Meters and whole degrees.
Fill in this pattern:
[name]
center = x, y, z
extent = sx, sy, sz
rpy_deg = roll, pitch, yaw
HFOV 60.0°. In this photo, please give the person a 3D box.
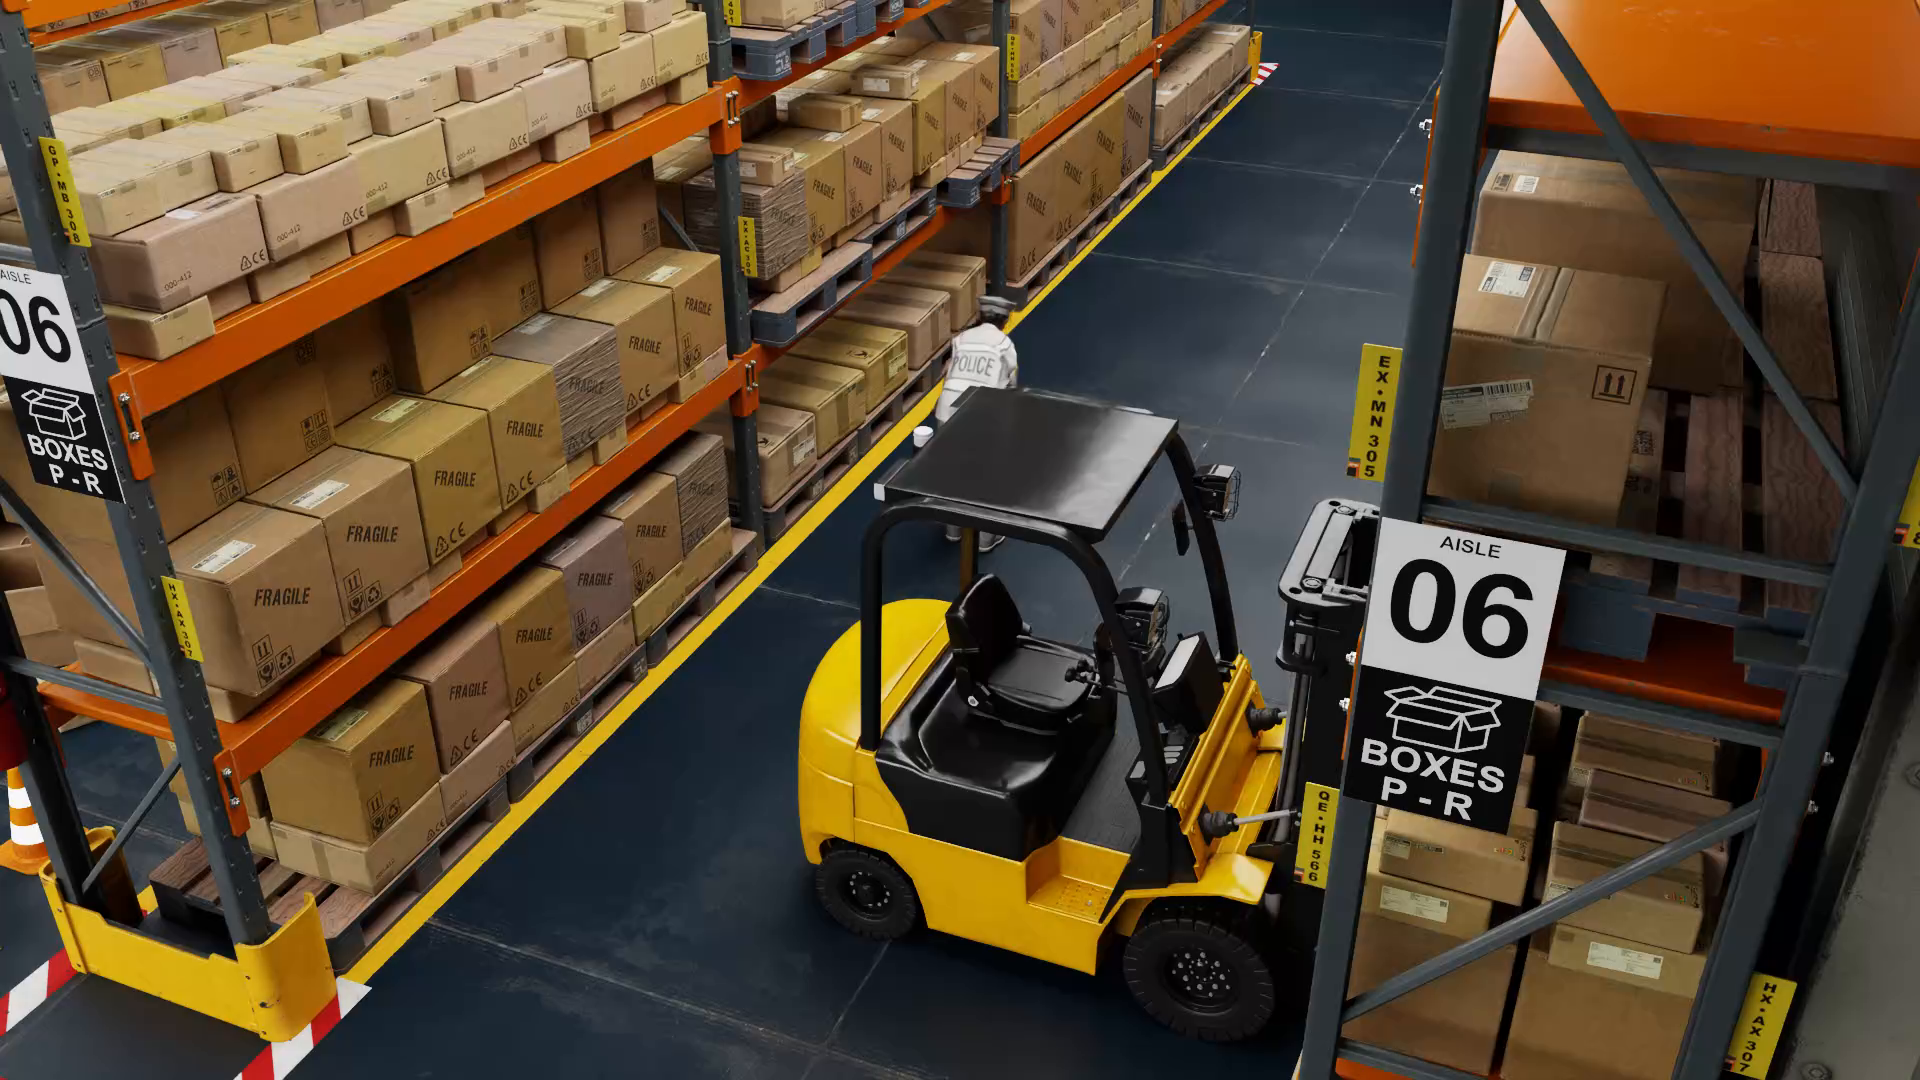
[person]
center = 0.128, -0.697, 9.857
extent = 0.418, 1.422, 0.809
rpy_deg = 11, 31, 18
